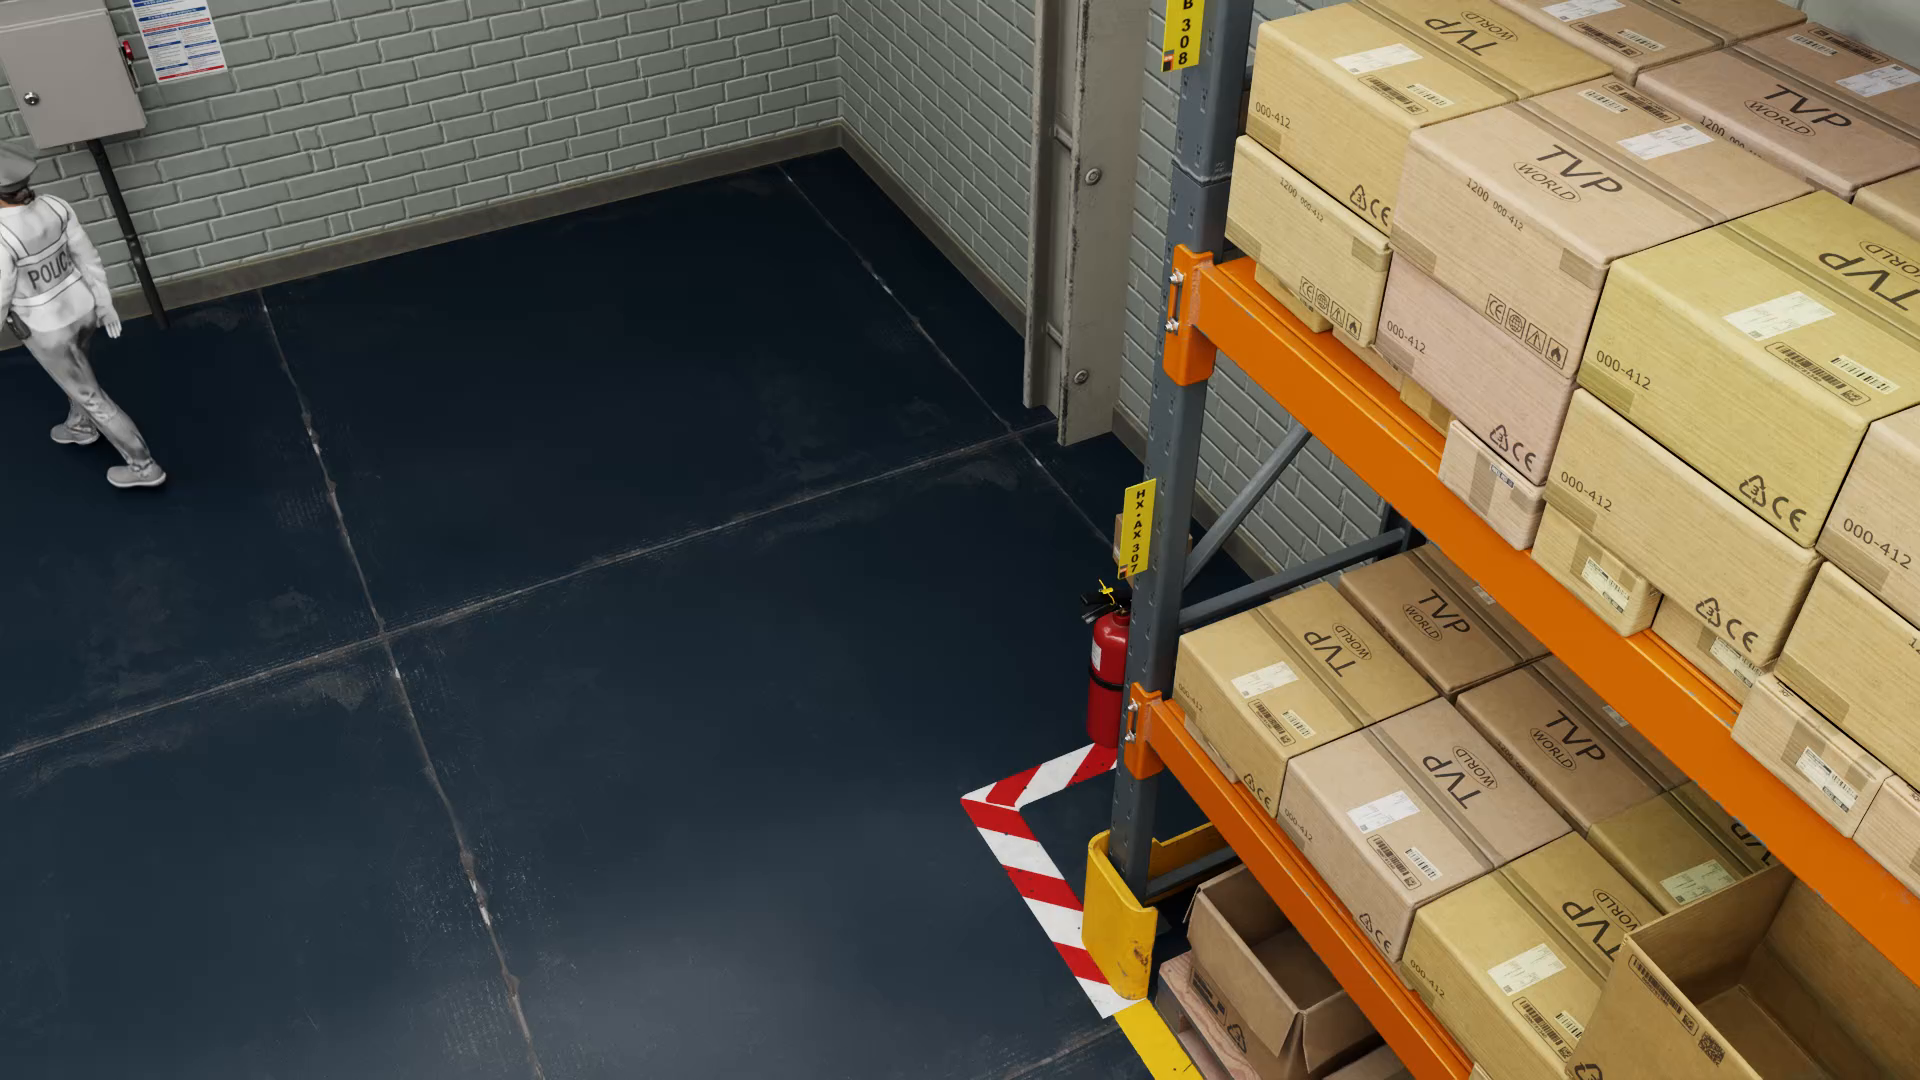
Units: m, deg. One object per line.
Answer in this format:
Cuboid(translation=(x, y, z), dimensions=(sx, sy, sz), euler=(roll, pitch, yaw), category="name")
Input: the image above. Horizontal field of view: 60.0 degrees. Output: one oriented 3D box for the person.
Cuboid(translation=(-4.011, -0.960, 7.201), dimensions=(0.752, 1.677, 0.495), euler=(10, 42, 11), category="person")
